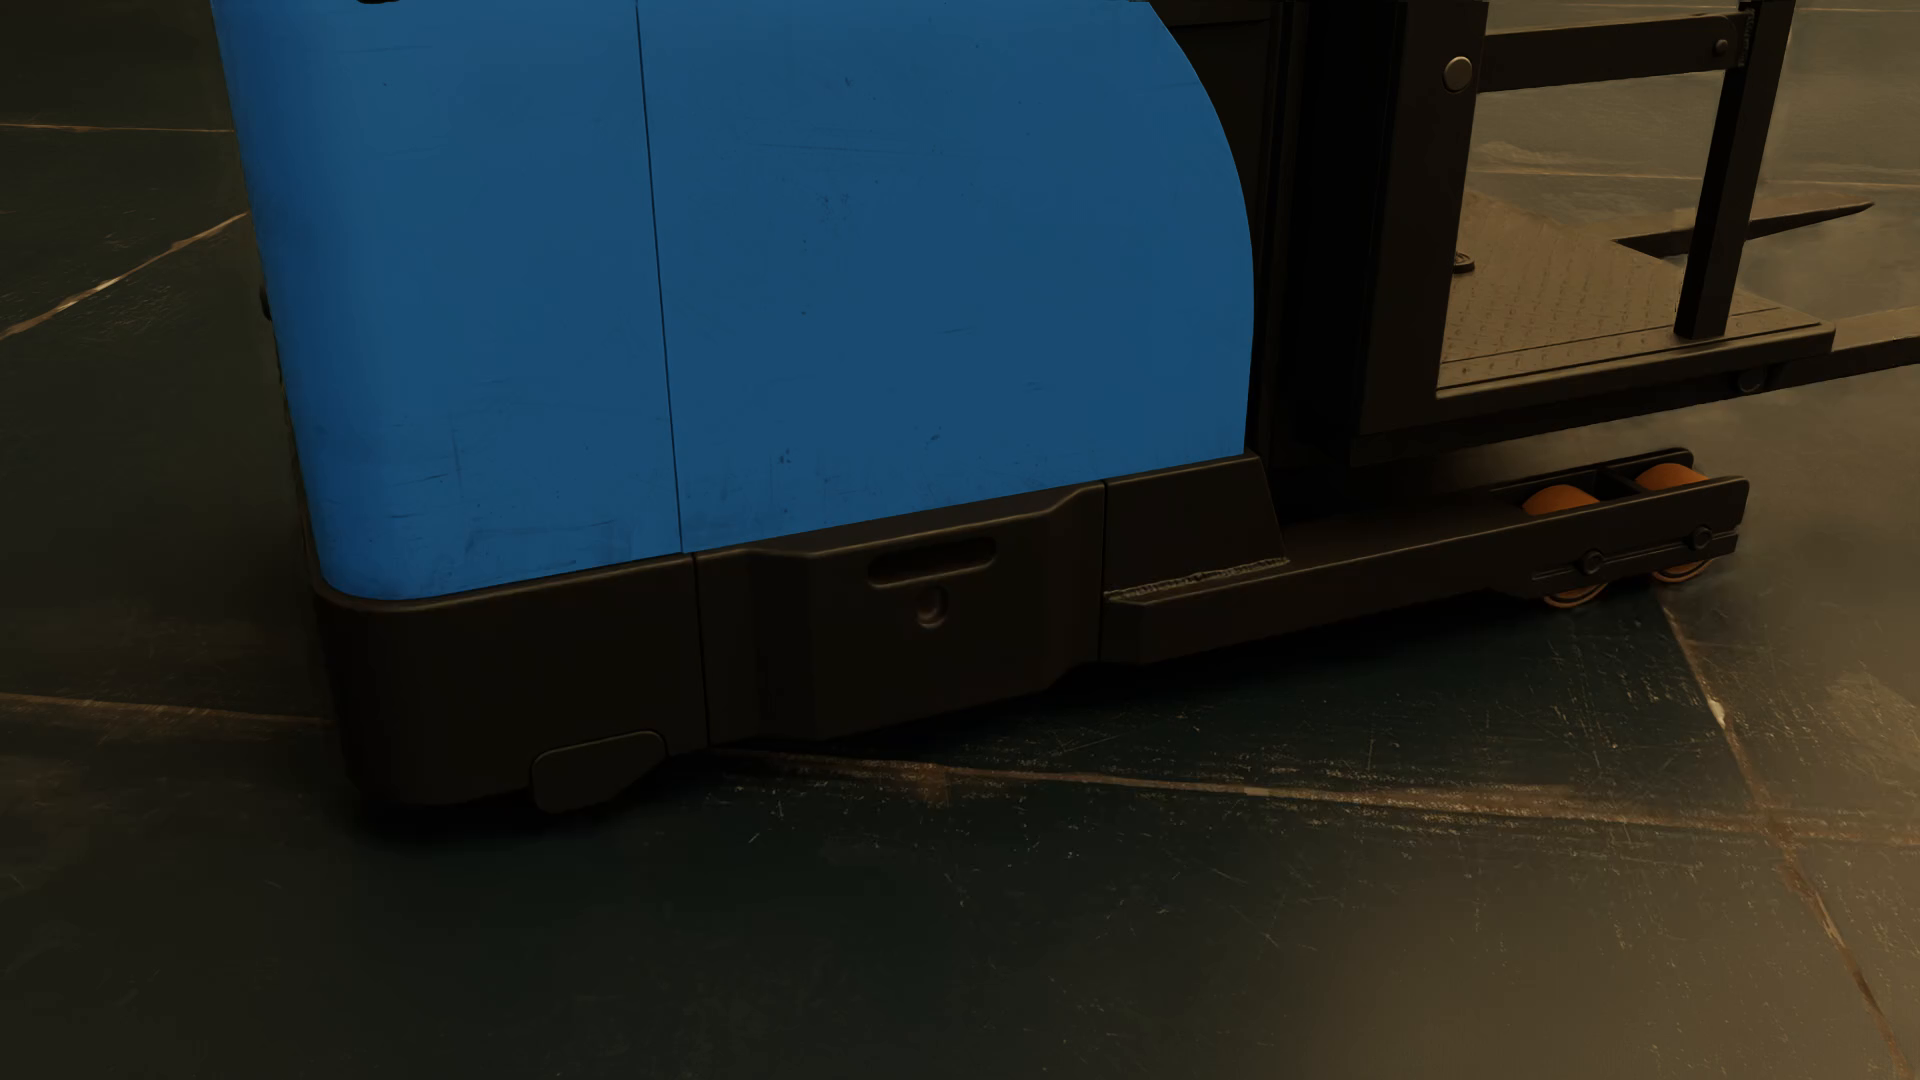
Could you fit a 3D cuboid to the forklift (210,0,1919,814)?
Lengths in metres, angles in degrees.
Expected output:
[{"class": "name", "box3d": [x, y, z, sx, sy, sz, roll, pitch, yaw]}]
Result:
[{"class": "forklift", "box3d": [0.564, -1.424, 2.072, 3.031, 2.935, 1.130, -11, 28, -20]}]
